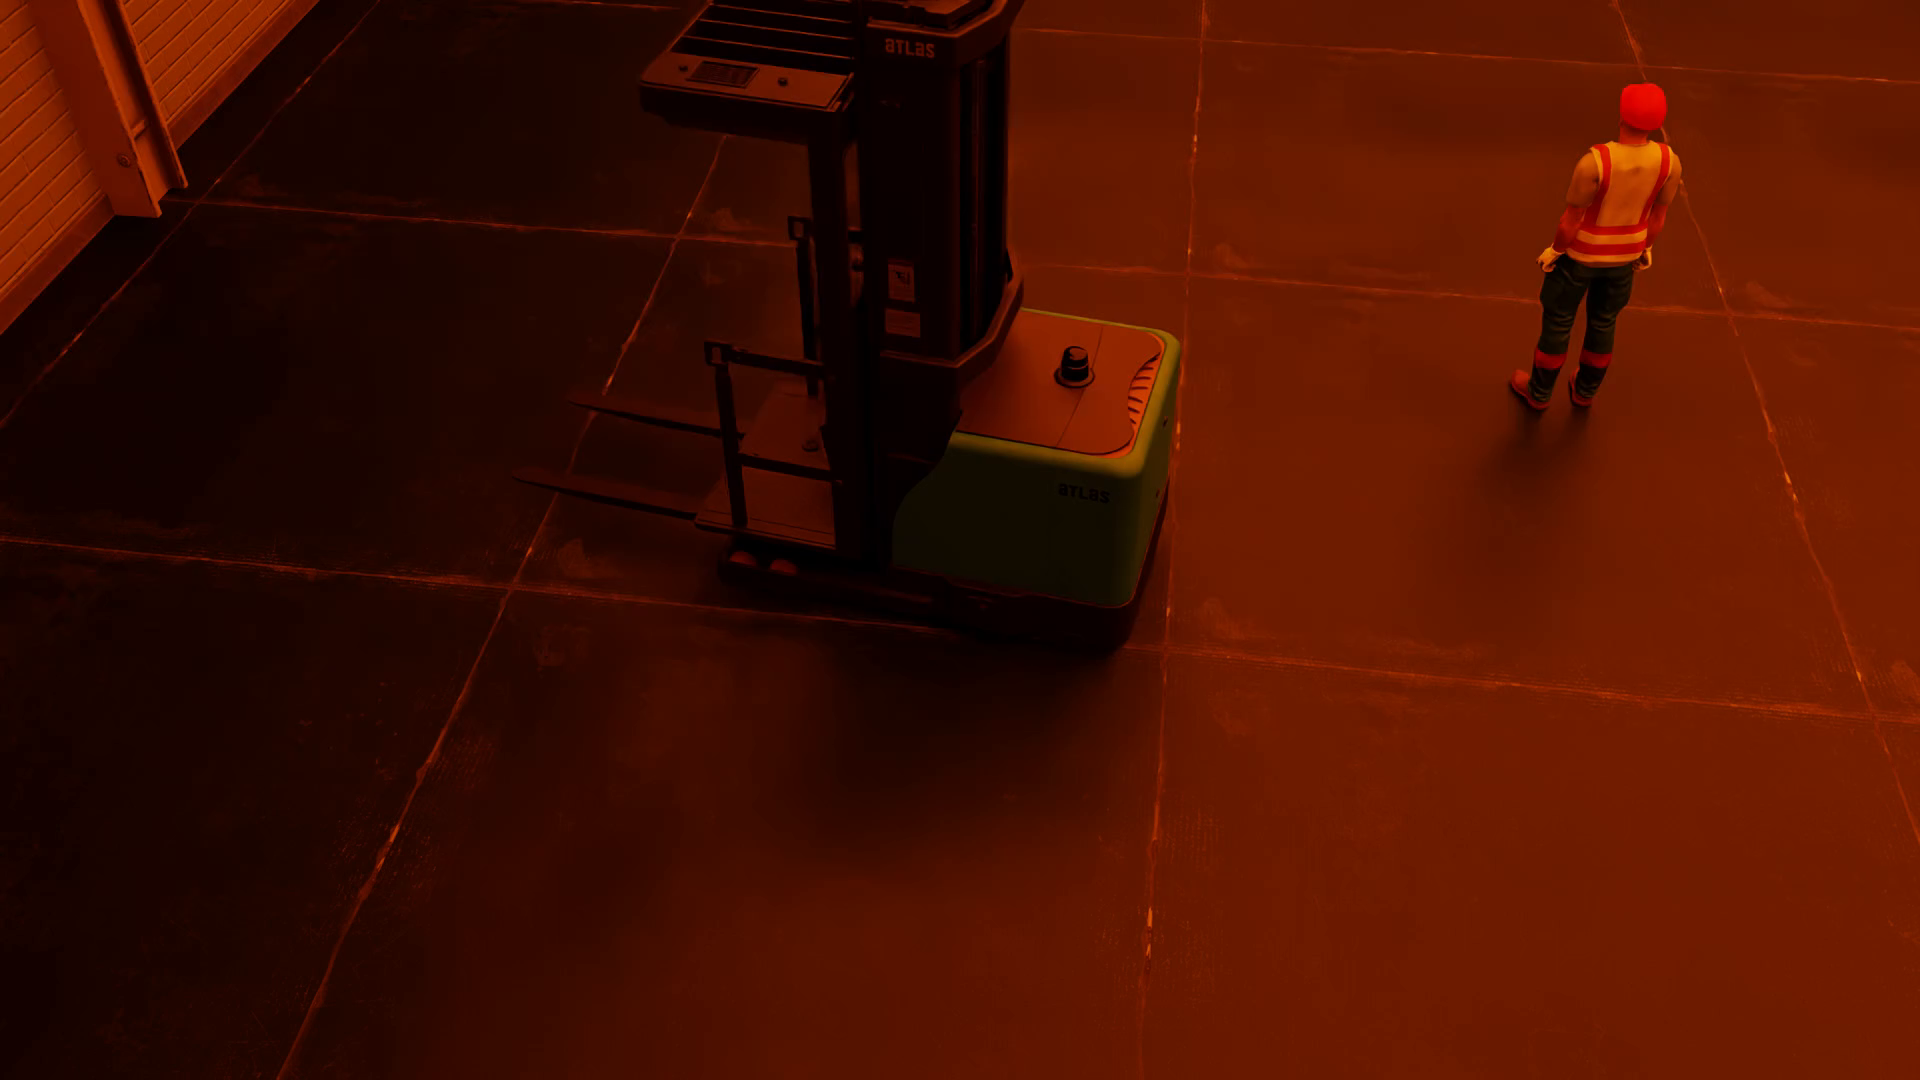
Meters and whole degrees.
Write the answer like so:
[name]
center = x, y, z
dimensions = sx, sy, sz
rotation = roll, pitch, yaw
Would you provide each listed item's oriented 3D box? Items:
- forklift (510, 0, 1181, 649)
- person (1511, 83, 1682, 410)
[forklift]
center = -0.593, -1.161, 6.988
dimensions = 3.031, 2.935, 1.130
rotation = 11, 44, 12
[person]
center = 3.104, -1.414, 8.108
dimensions = 0.543, 1.794, 0.372
rotation = -2, 43, -2
